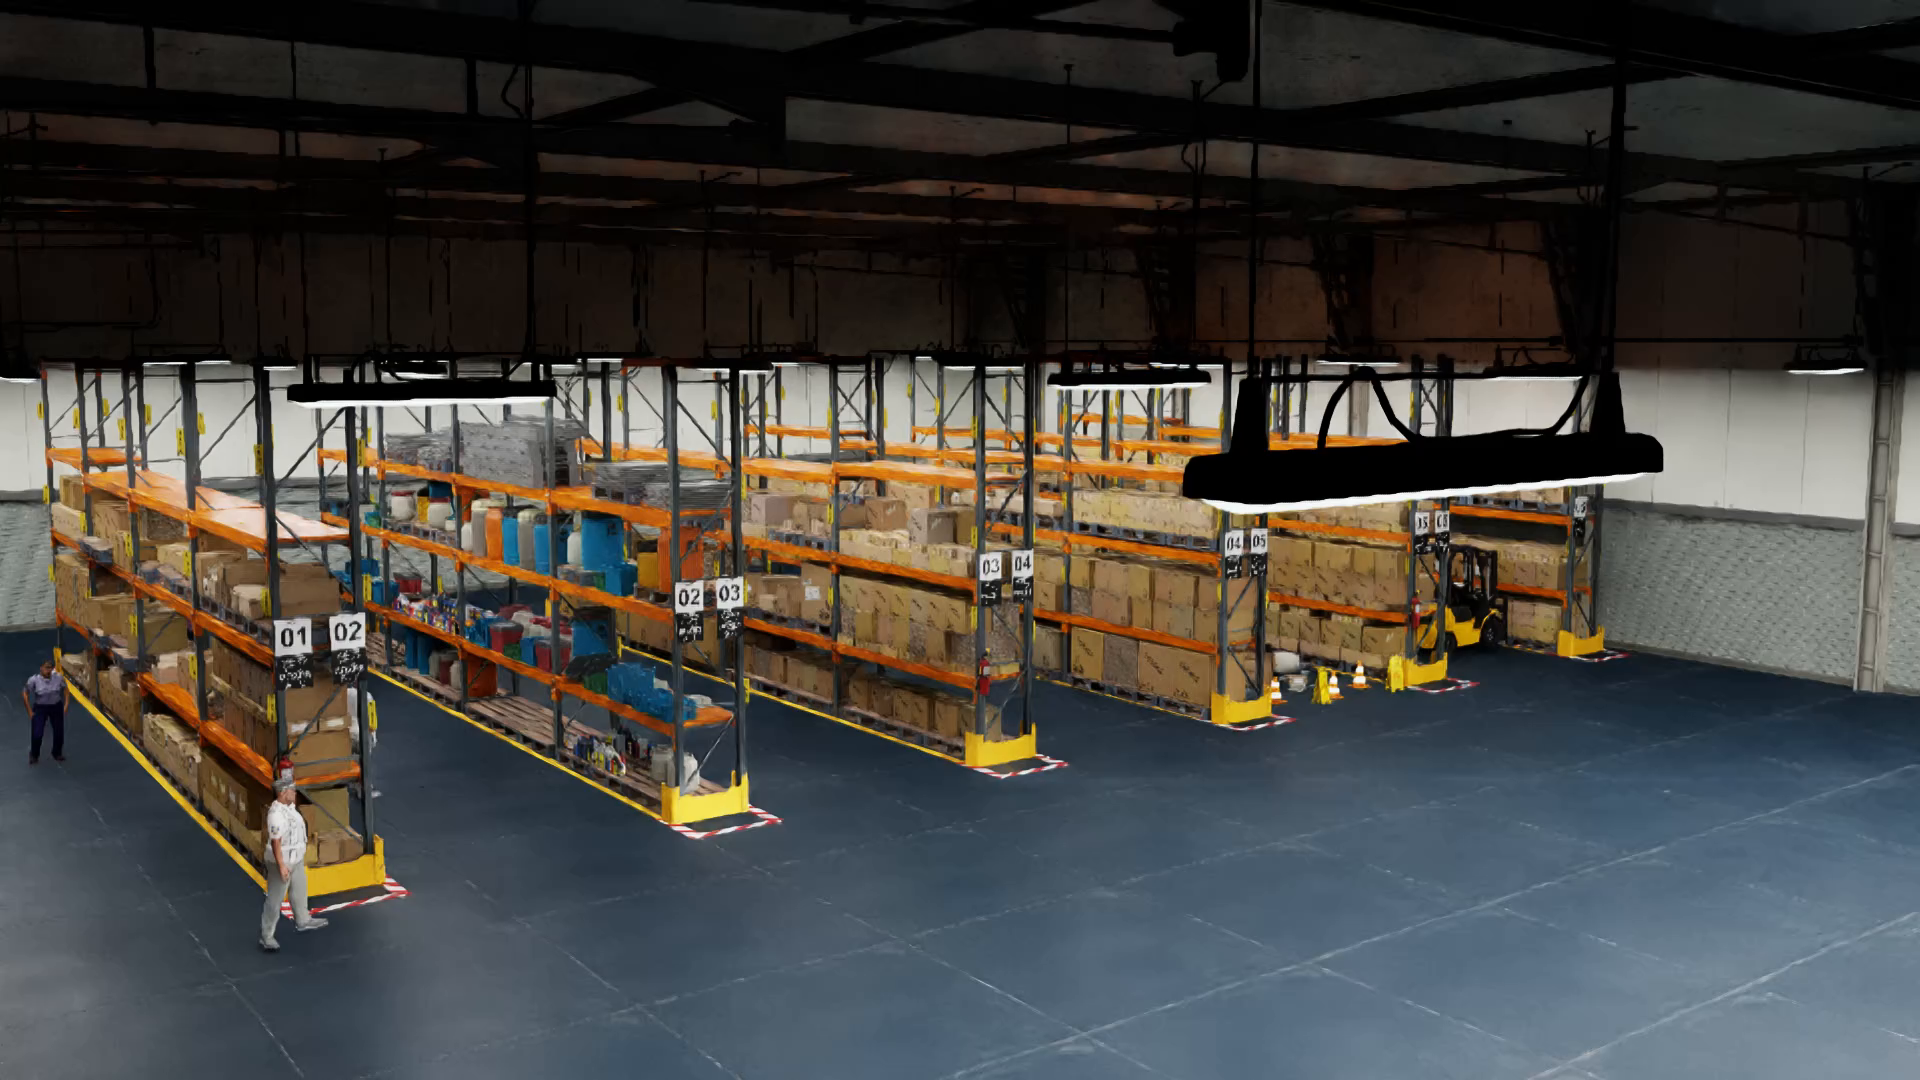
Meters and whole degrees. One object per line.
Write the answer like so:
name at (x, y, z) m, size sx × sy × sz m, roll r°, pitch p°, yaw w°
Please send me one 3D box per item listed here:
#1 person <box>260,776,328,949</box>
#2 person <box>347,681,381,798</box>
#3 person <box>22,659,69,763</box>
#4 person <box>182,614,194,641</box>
person at (-7.097, 3.345, 17.561) m, size 0.551 × 1.757 × 0.748 m, roll 0°, pitch 7°, yaw -3°
person at (-8.336, 2.650, 23.148) m, size 0.629 × 1.784 × 0.480 m, roll 4°, pitch 8°, yaw 29°
person at (-13.705, 2.569, 24.964) m, size 0.625 × 1.573 × 0.503 m, roll -5°, pitch 9°, yaw -38°
person at (-14.949, 1.695, 32.218) m, size 0.432 × 1.539 × 0.947 m, roll -5°, pitch 9°, yaw -37°
